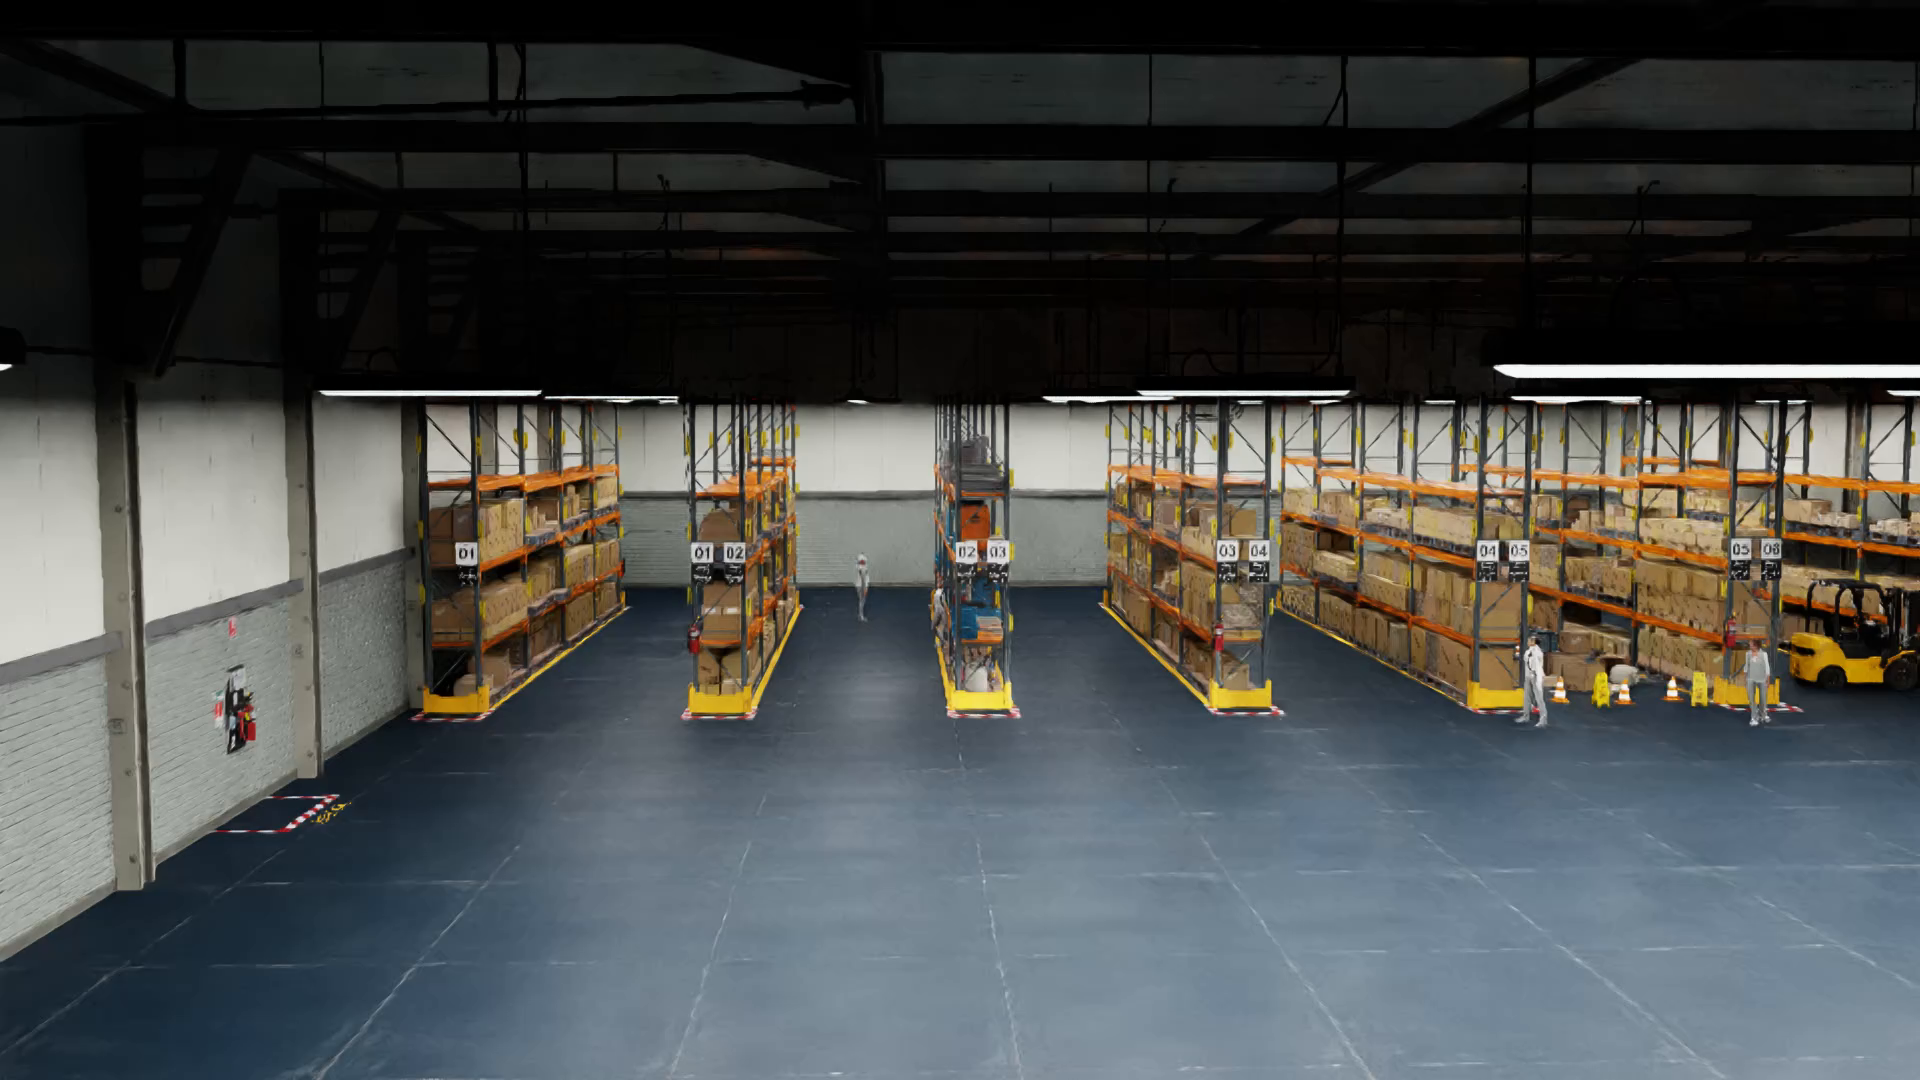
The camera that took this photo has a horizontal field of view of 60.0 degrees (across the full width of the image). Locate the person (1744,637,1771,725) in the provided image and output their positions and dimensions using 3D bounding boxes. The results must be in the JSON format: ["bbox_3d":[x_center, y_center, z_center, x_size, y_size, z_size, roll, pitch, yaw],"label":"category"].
[{"bbox_3d":[14.417,2.532,30.038,0.462,1.585,0.510,3,6,36],"label":"person"}]

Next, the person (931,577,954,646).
[{"bbox_3d":[-0.380,1.655,38.470,0.537,1.589,0.426,5,6,45],"label":"person"}]

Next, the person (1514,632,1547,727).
[{"bbox_3d":[10.267,2.478,29.881,0.489,1.675,0.657,0,5,-4],"label":"person"}]

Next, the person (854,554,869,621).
[{"bbox_3d":[-2.618,1.257,44.503,0.400,1.771,0.627,-2,5,-21],"label":"person"}]
